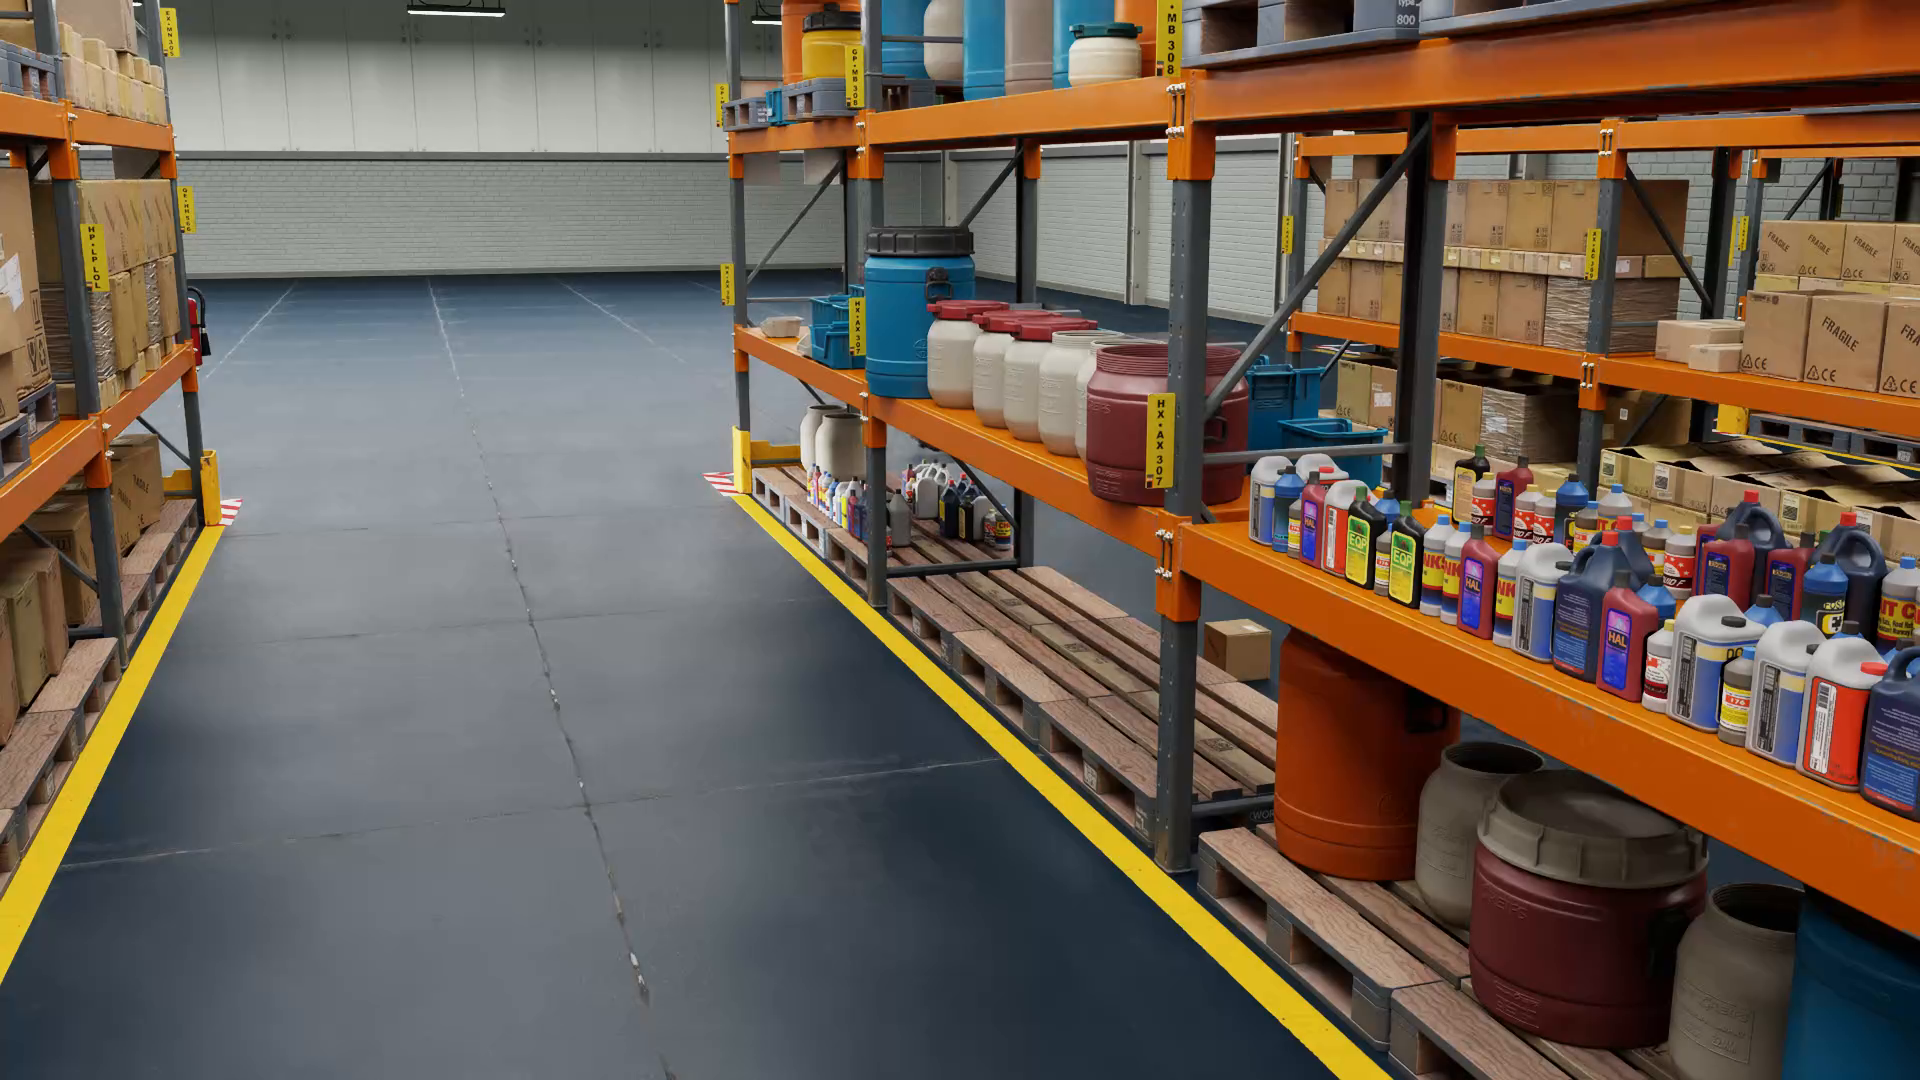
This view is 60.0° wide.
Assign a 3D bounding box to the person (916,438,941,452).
[{"bbox_3d":[-0.023,-1.513,14.522,0.996,1.680,0.599,7,14,29],"label":"person"}]
